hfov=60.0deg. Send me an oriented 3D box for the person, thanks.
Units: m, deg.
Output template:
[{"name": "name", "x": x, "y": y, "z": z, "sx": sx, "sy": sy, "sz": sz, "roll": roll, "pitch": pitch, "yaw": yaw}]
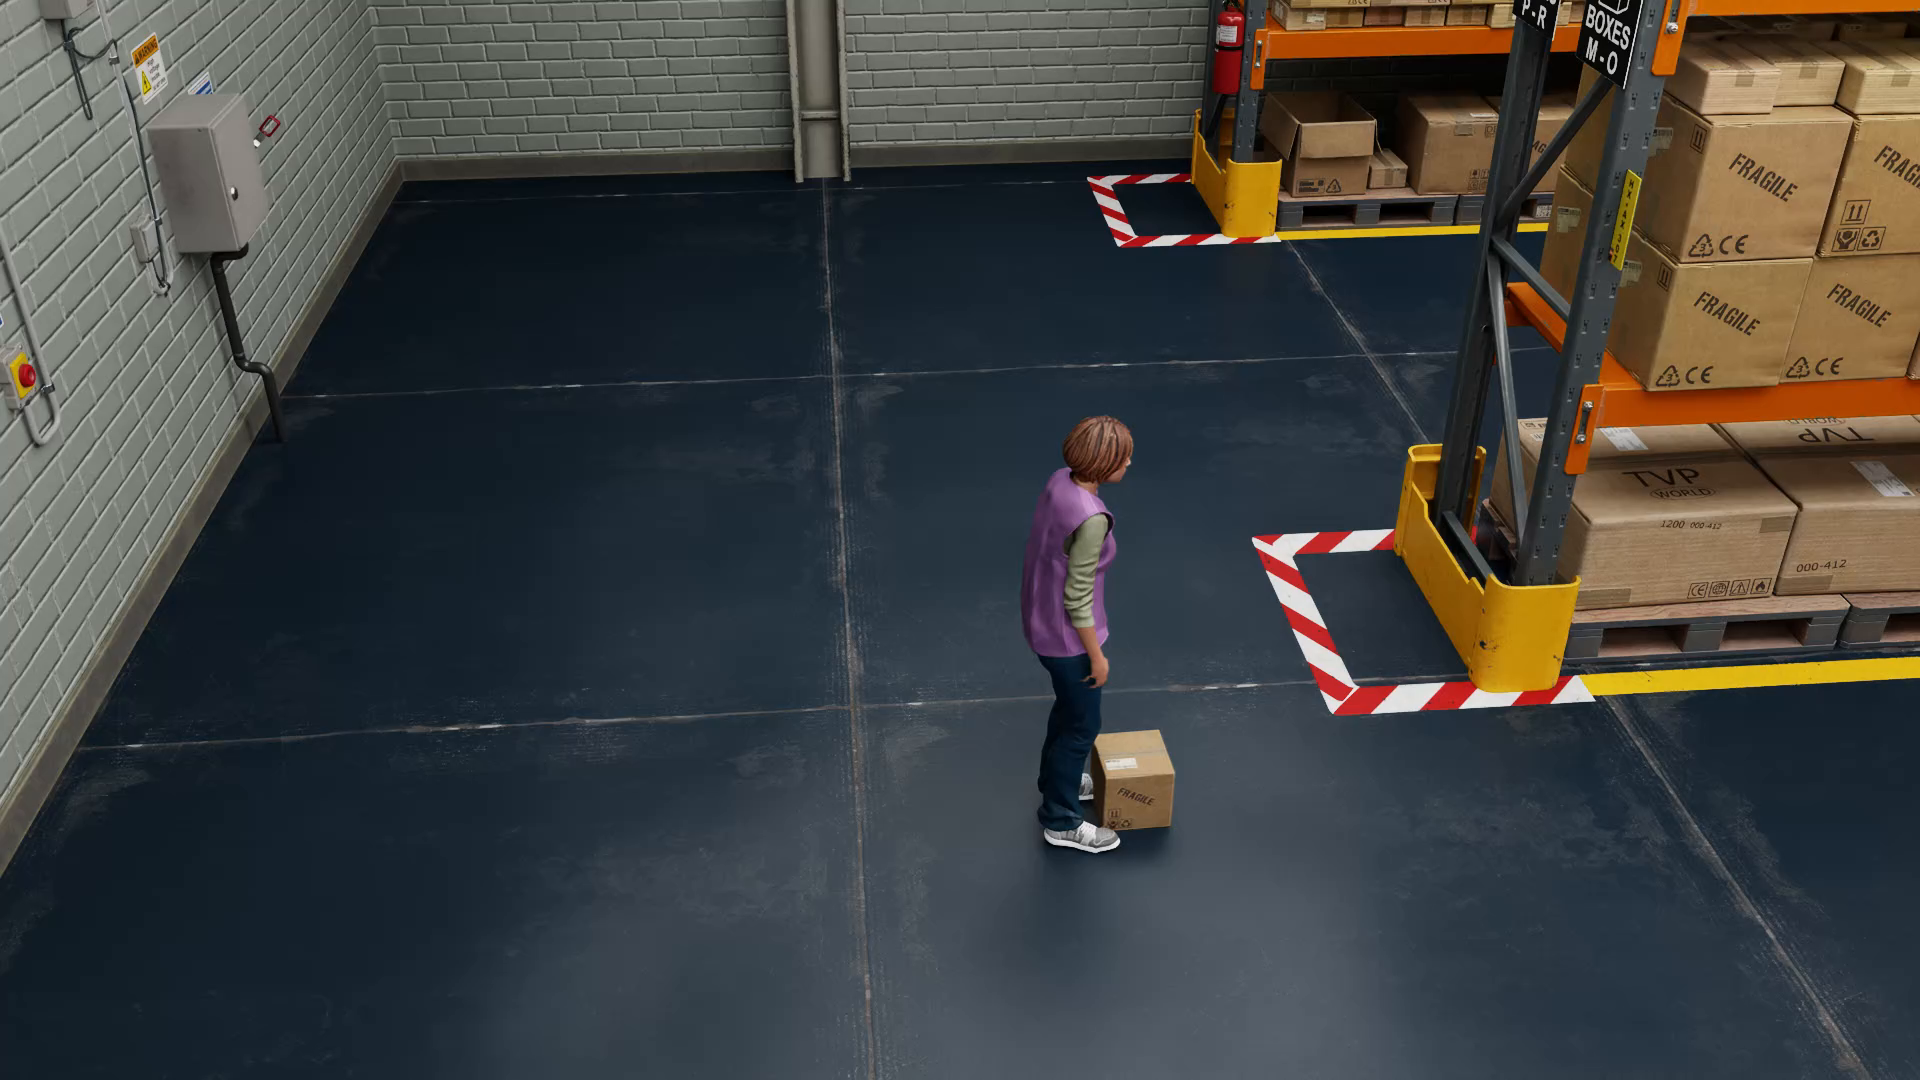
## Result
[{"name": "person", "x": 0.397, "y": 0.310, "z": 5.640, "sx": 0.368, "sy": 1.593, "sz": 0.481, "roll": -4, "pitch": 32, "yaw": -6}]
